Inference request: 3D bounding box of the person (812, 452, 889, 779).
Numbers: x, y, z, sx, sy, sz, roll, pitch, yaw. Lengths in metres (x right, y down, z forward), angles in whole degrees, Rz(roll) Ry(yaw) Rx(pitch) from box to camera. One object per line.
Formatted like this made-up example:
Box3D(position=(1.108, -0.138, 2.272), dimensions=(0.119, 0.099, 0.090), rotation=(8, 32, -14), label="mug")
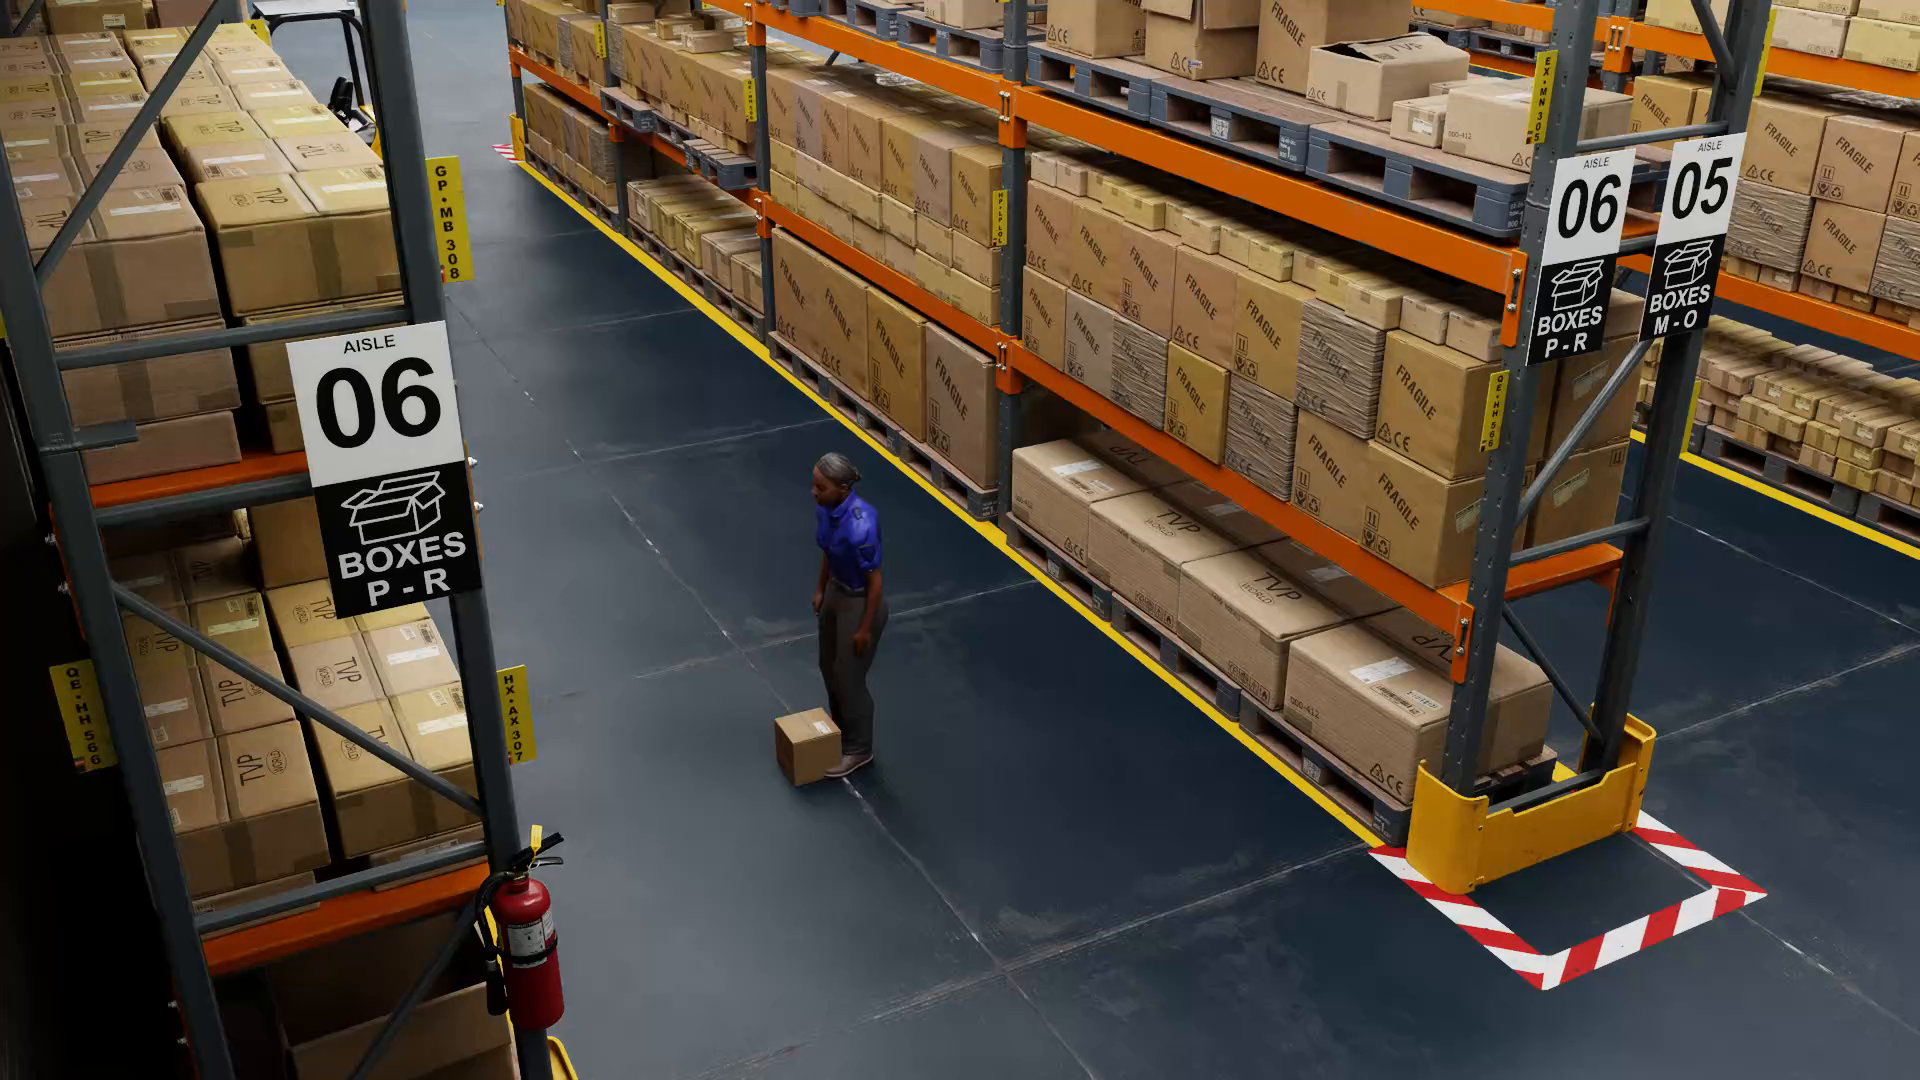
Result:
Box3D(position=(-0.562, 0.333, 7.923), dimensions=(0.395, 1.656, 0.530), rotation=(-14, 29, -27), label="person")
